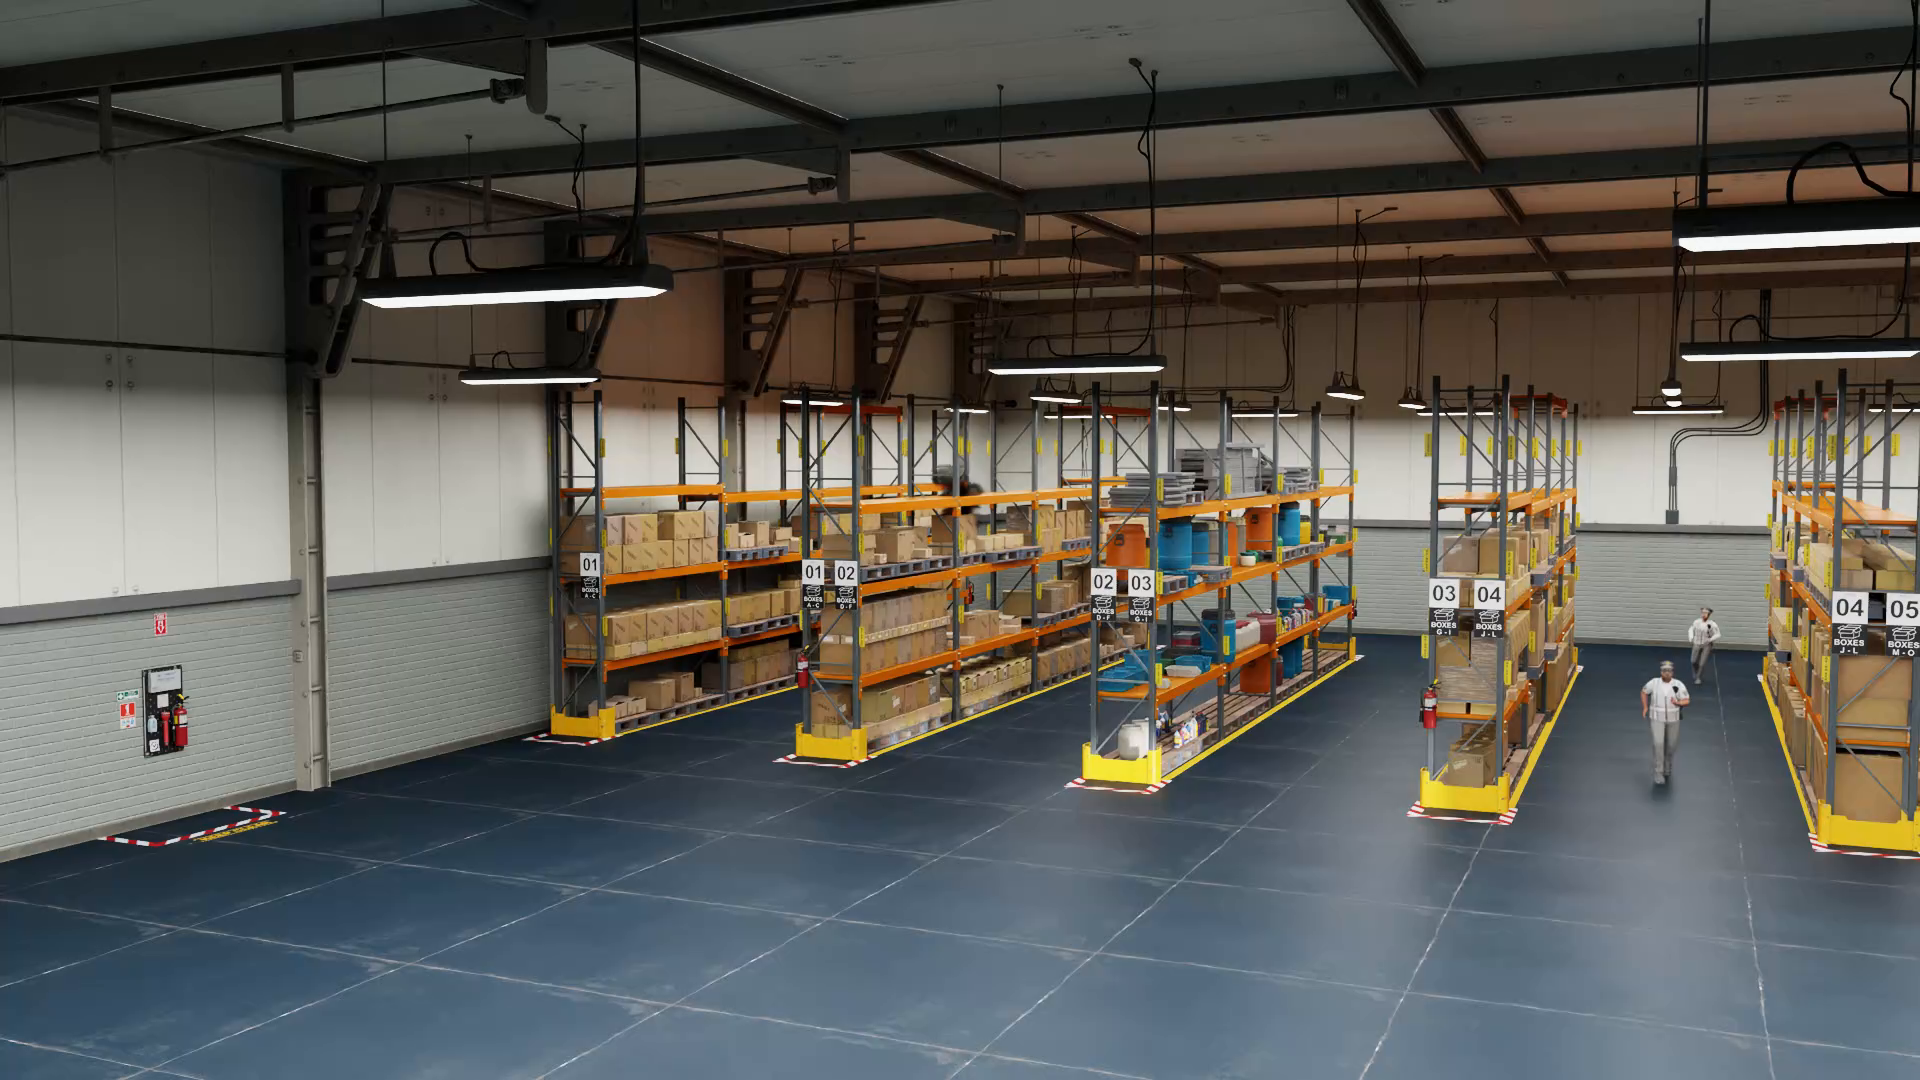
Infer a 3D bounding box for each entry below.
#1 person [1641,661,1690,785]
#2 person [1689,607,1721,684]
[{"bbox_3d":[10.616,2.708,25.023,0.653,1.795,0.923,1,3,16],"label":"person"},{"bbox_3d":[15.760,2.233,35.260,0.652,1.652,0.487,2,4,38],"label":"person"}]
